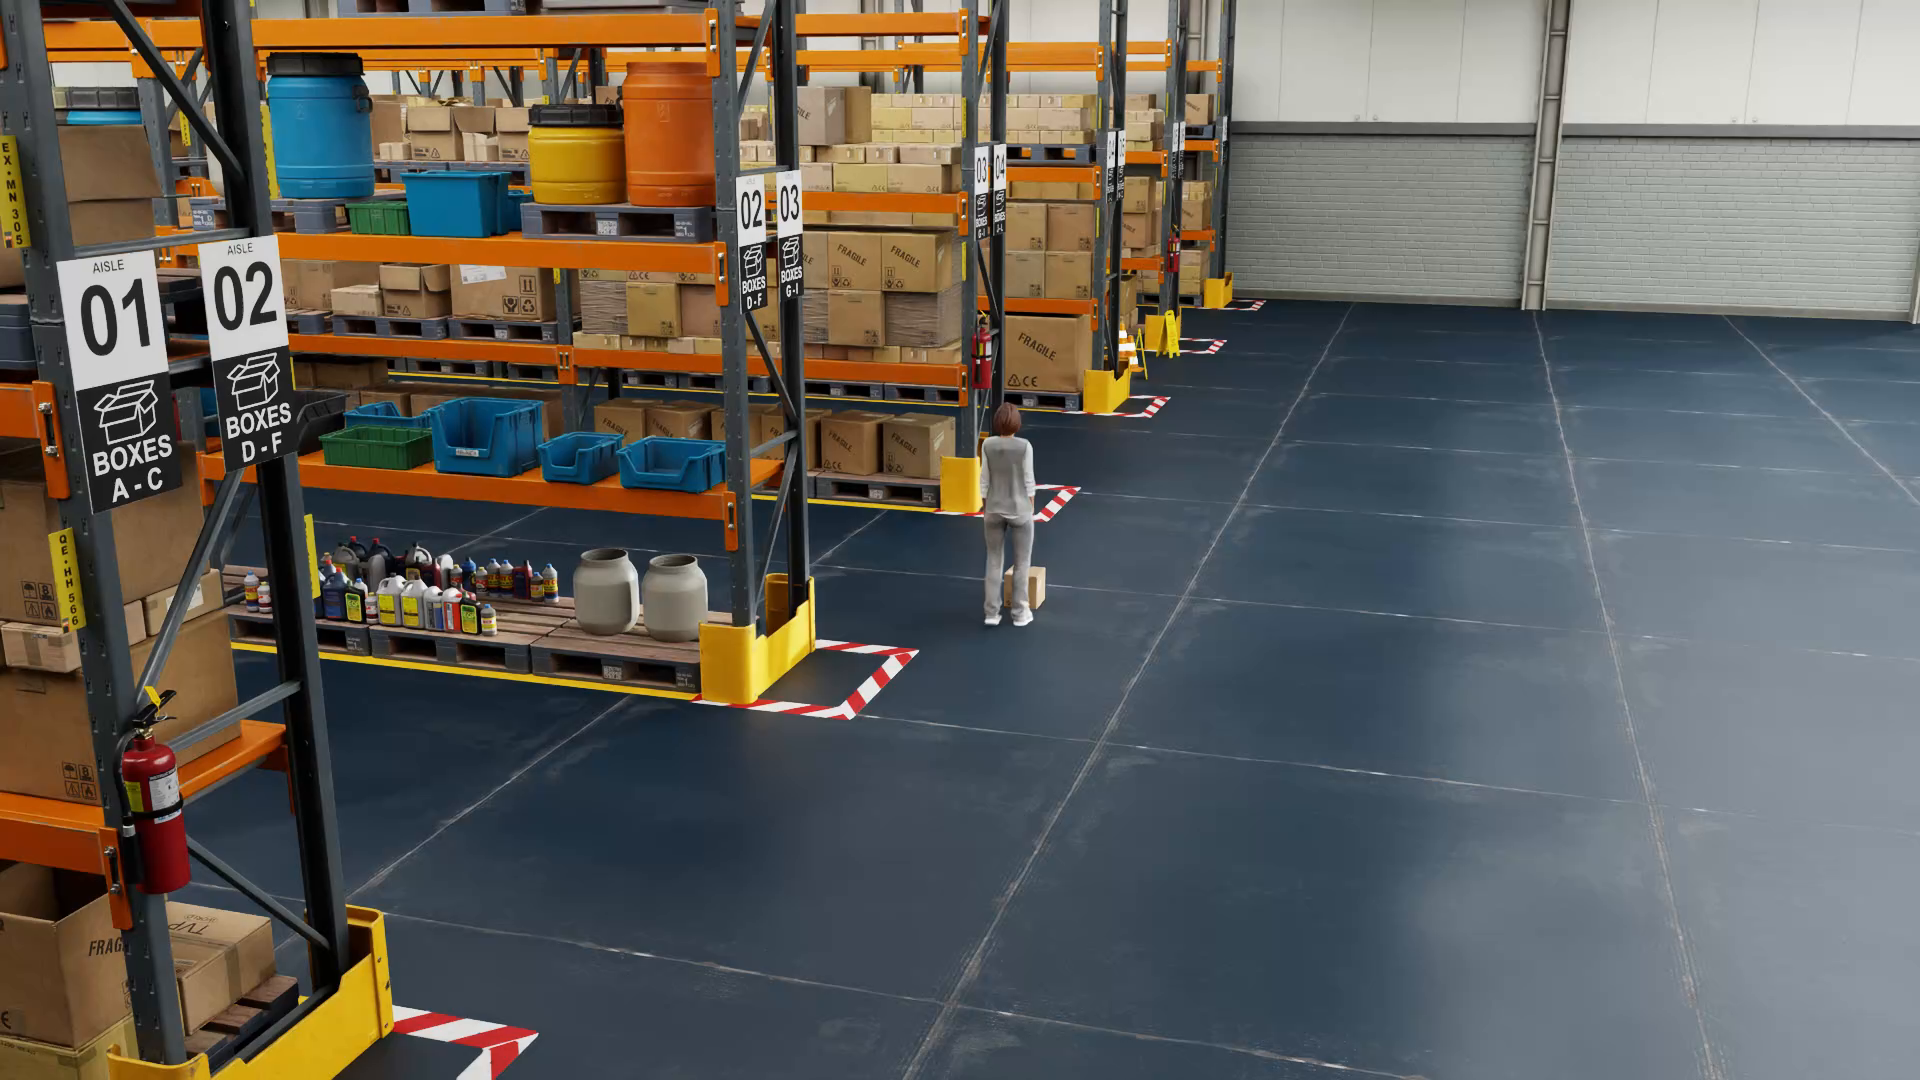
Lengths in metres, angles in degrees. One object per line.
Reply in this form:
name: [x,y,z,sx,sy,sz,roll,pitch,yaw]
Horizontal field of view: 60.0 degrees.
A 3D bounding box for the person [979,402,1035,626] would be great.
person: [0.330,-0.169,11.706,0.405,1.620,0.316,5,16,17]
